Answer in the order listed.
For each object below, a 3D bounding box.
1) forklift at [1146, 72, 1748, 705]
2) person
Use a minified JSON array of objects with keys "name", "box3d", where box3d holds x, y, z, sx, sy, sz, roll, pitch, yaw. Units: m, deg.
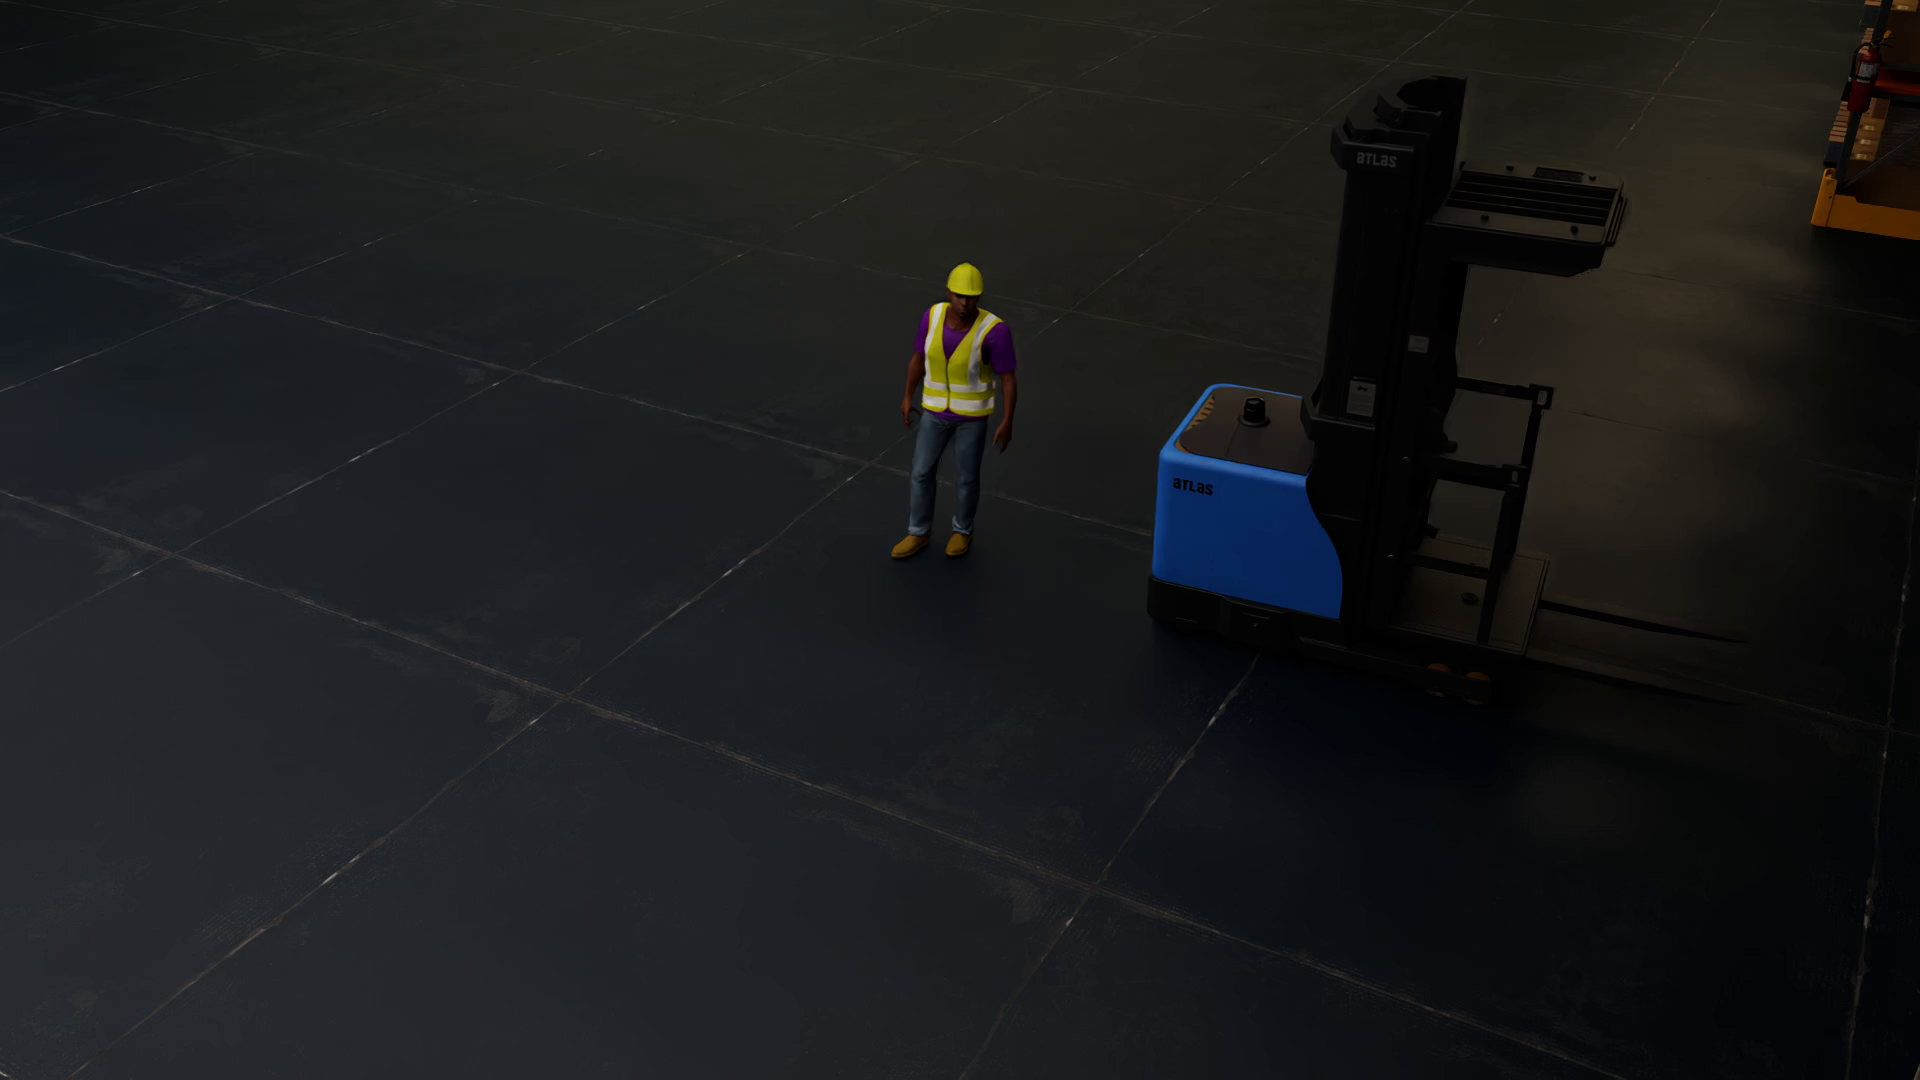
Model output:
[{"name":"forklift","box3d":[2.594,-0.726,8.329,3.031,2.935,1.130,12,32,20]},{"name":"person","box3d":[-0.031,-0.706,9.472,0.701,1.764,0.530,11,32,18]}]
